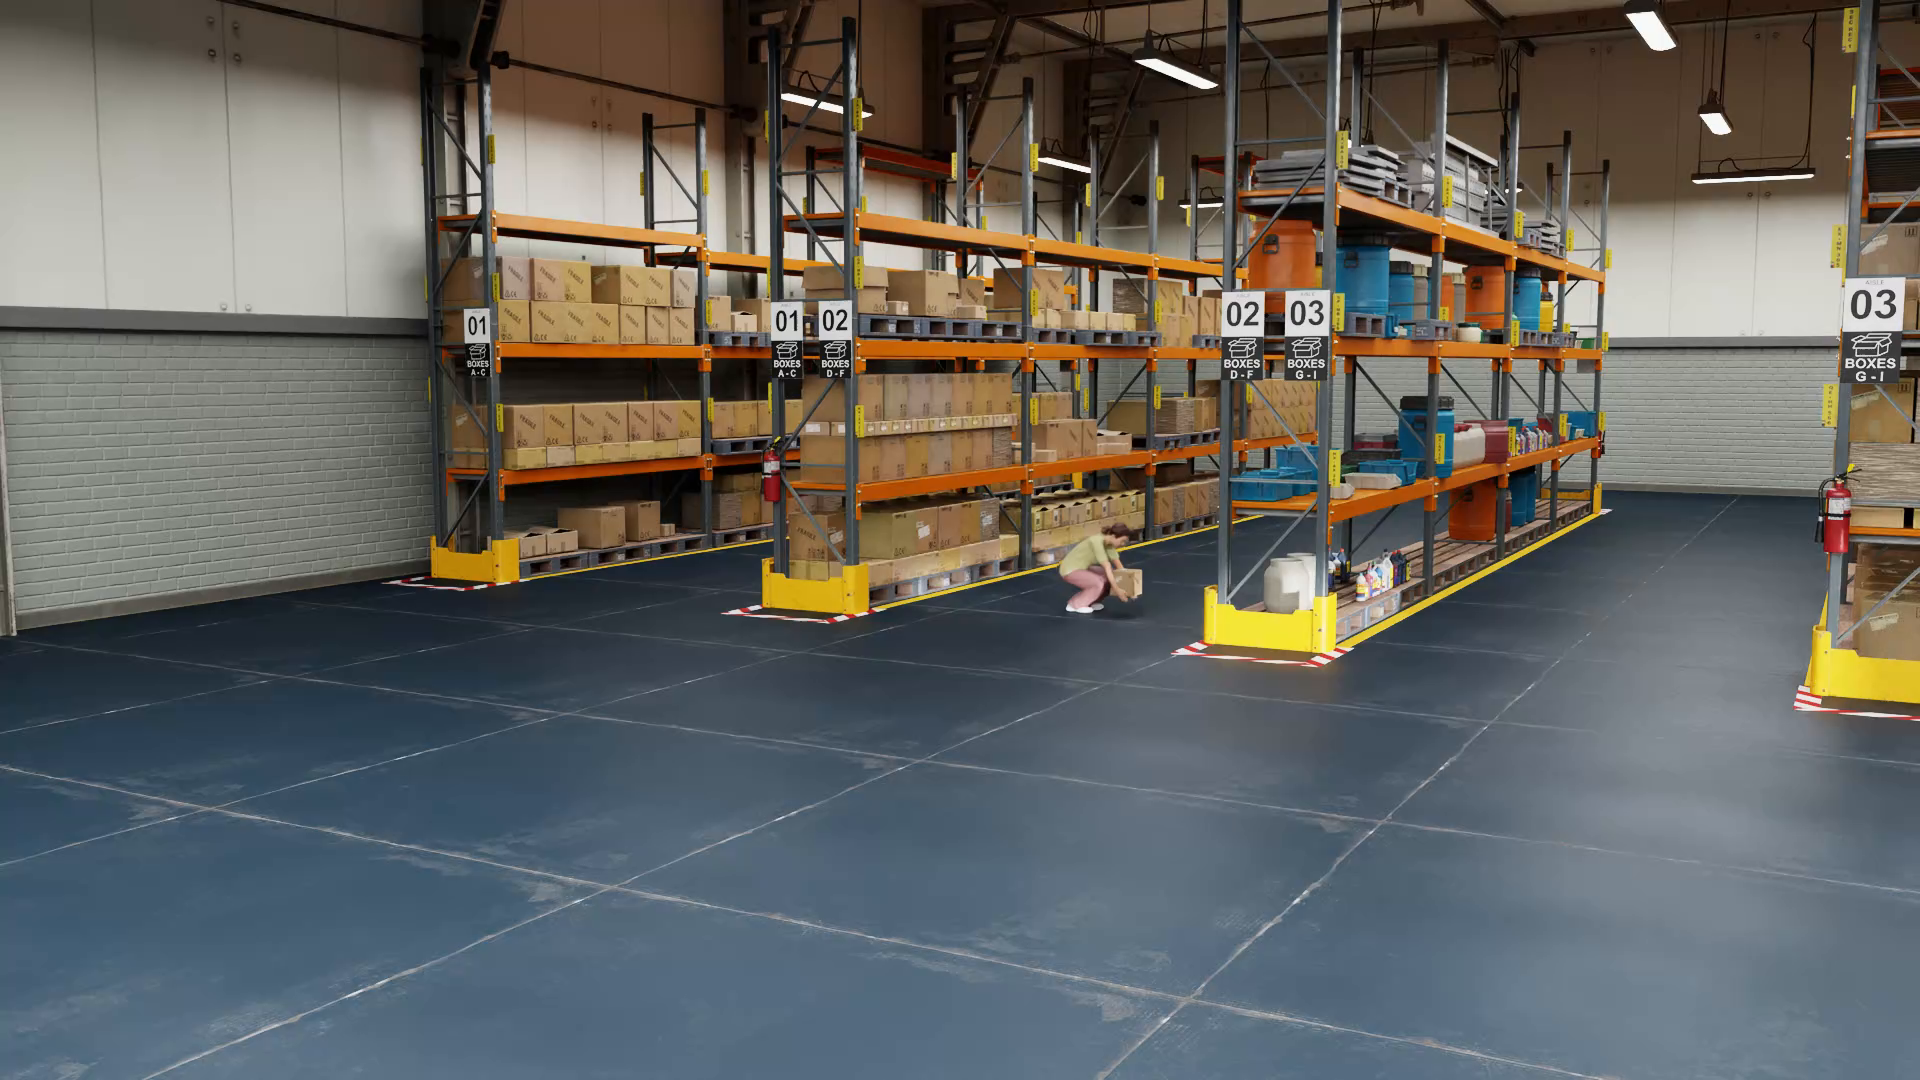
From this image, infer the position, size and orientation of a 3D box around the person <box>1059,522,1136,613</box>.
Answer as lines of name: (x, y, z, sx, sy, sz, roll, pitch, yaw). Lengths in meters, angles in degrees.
person: (1.432, 0.279, 17.225, 0.807, 0.943, 0.469, 3, 7, 28)
